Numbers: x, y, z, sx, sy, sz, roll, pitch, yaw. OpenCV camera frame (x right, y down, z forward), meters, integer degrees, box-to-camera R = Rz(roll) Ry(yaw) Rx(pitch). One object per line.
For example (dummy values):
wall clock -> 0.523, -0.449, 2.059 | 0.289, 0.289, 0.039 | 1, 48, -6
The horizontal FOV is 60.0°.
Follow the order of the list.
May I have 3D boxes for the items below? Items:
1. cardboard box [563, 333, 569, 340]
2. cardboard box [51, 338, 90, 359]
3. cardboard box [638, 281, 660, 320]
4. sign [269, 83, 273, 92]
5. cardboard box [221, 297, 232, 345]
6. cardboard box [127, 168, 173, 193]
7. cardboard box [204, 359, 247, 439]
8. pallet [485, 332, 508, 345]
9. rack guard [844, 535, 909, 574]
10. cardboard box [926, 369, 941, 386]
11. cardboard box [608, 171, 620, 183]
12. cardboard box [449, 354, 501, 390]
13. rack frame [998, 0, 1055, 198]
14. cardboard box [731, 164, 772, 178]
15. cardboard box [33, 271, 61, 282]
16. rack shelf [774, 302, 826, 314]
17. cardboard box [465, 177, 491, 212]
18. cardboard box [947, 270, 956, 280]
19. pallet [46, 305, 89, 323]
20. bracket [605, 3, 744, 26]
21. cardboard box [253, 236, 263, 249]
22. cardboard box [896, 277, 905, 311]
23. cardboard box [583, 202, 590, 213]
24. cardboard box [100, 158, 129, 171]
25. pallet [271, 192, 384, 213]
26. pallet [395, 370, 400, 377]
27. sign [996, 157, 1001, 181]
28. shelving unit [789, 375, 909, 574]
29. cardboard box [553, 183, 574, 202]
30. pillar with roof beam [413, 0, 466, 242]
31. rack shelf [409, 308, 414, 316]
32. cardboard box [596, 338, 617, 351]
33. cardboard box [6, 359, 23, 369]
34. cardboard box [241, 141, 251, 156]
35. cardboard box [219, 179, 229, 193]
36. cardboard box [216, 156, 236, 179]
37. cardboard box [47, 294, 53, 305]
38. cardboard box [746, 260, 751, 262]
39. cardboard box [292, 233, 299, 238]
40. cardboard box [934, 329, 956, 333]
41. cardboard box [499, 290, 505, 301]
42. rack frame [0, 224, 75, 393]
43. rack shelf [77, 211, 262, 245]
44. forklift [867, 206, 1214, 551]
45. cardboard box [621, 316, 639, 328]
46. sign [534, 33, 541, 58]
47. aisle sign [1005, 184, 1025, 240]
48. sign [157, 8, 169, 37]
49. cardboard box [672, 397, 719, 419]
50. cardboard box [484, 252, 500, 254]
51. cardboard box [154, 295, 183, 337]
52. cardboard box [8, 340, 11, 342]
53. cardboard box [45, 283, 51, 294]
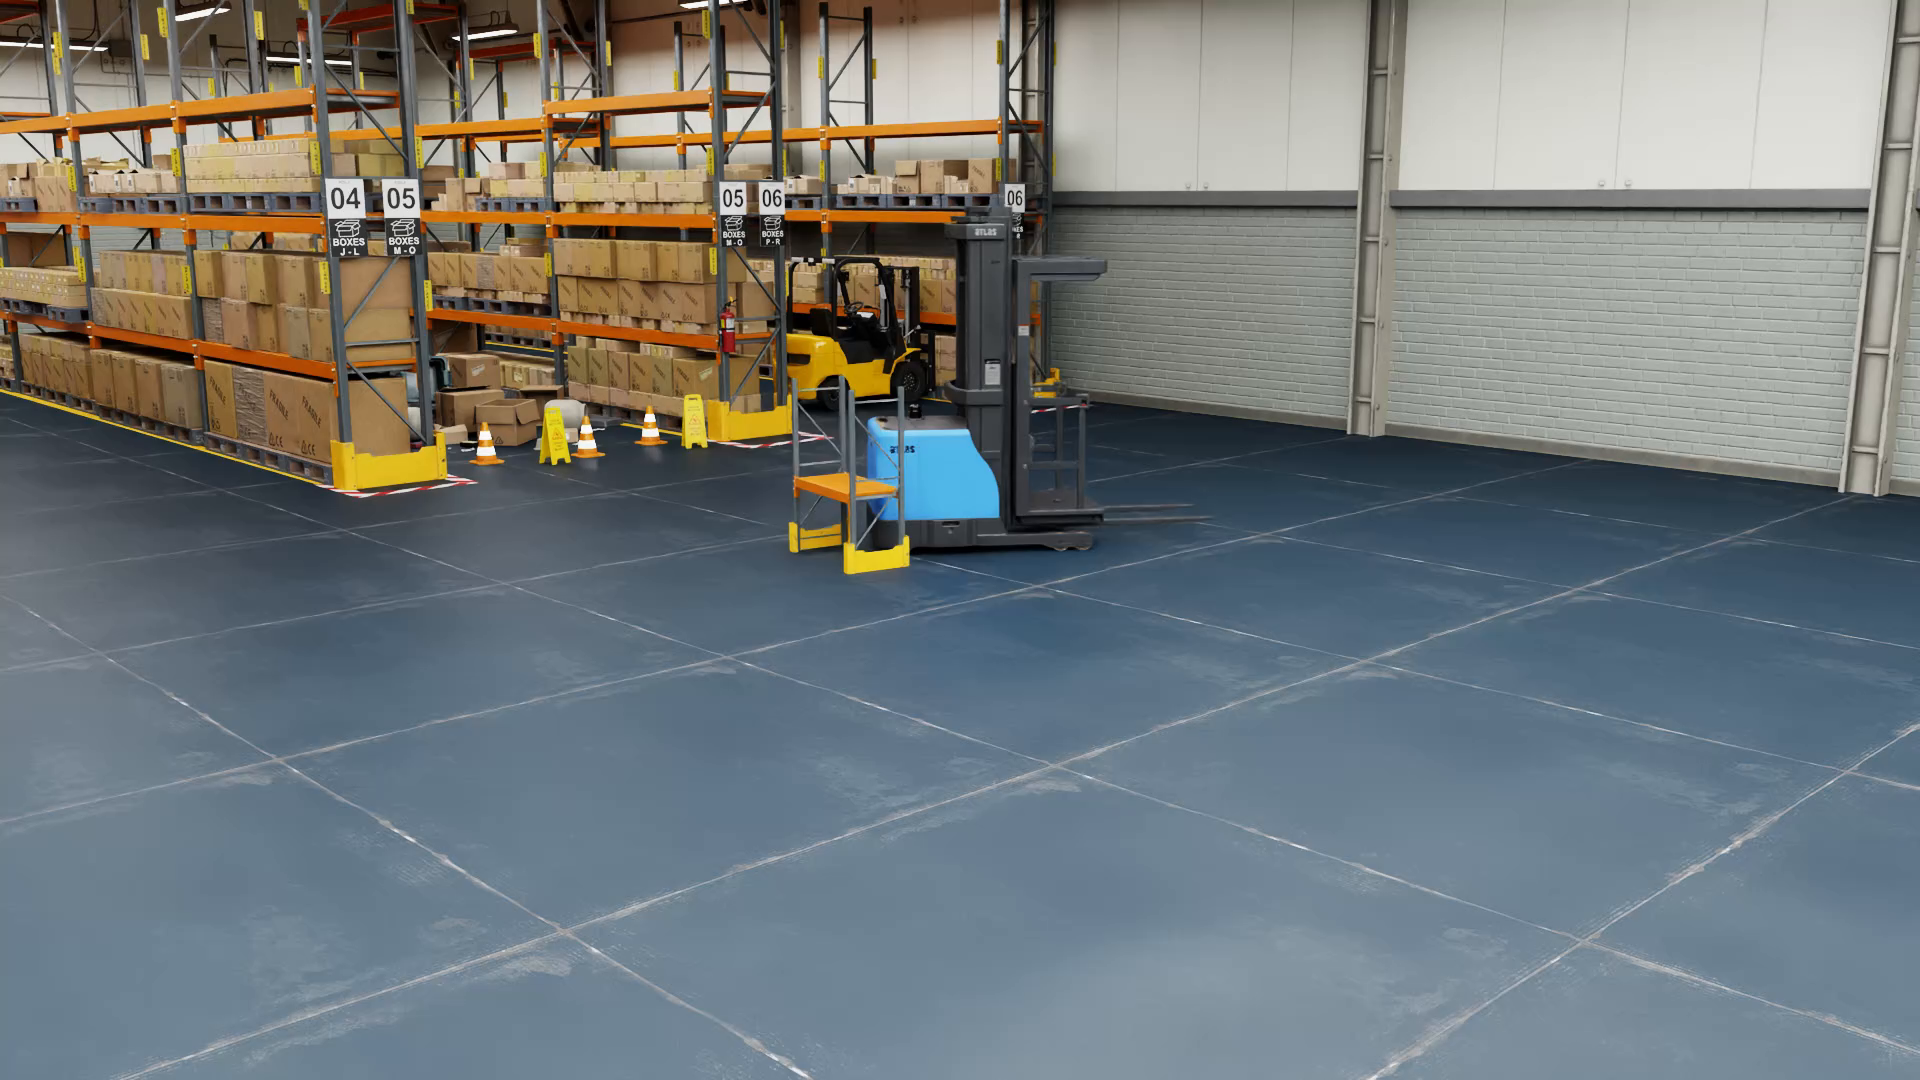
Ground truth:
cardboard box -> -7.929, -4.091, 33.360 | 0.250, 0.149, 0.380 | 11, 16, 43
cardboard box -> -13.026, -2.821, 24.468 | 0.500, 0.250, 0.500 | -10, 16, -41
cardboard box -> -3.892, -3.181, 21.931 | 0.500, 0.500, 0.500 | -11, 16, -43
sign -> -13.280, -8.641, 32.041 | 0.100, 0.325, 0.005 | -11, 16, -43
cardboard box -> -8.246, -2.621, 19.829 | 0.875, 0.550, 0.550 | -11, 16, -43
cardboard box -> -10.275, -4.582, 21.219 | 0.500, 0.311, 0.500 | 11, 16, 43
cardboard box -> -8.522, -1.741, 20.151 | 0.875, 0.875, 0.875 | -11, 16, -42
pallet -> -9.491, -4.332, 35.415 | 1.003, 0.211, 1.213 | -11, 16, -43
rack guard -> -0.687, 0.118, 13.717 | 0.587, 0.250, 0.087 | -7, 14, -31
cardboard box -> -0.274, -2.522, 25.491 | 0.500, 0.250, 0.500 | -11, 16, -42
cardboard box -> -4.474, -4.844, 22.204 | 0.380, 0.149, 0.250 | -11, 16, -43
cardboard box -> -6.662, -2.276, 22.842 | 0.500, 0.500, 0.500 | -11, 16, -43
rack frame -> 0.955, -6.428, 23.813 | 1.000, 3.000, 0.127 | -11, 16, -43
cardboard box -> -3.543, -6.142, 28.321 | 0.500, 0.500, 0.500 | -10, 16, -41
cardboard box -> -13.229, -3.832, 24.183 | 0.380, 0.149, 0.250 | -10, 15, -40
rack shelf -> -3.189, -4.013, 28.741 | 1.077, 0.370, 4.000 | -11, 16, -43
cardboard box -> -7.083, -5.266, 25.351 | 0.797, 0.503, 0.637 | -11, 16, -43
cardboard box -> 0.017, -3.986, 24.968 | 0.380, 0.149, 0.250 | -11, 16, -43
pallet -> -12.237, -3.256, 23.757 | 1.213, 0.211, 1.003 | -11, 16, -43
bracket -> -5.340, -9.681, 30.681 | 0.076, 0.066, 4.783 | -11, 16, -43
cardboard box -> -12.833, -5.413, 31.028 | 0.500, 0.500, 0.500 | -11, 16, -43
cardboard box -> -0.636, -3.798, 25.664 | 0.500, 0.500, 0.500 | -11, 16, -42
cardboard box -> -4.966, -4.581, 22.903 | 0.380, 0.149, 0.250 | -11, 16, -43
cardboard box -> -12.104, -5.327, 23.754 | 0.396, 0.266, 0.258 | -11, 16, -43
pallet -> -6.663, -3.626, 17.863 | 1.003, 0.211, 1.213 | -11, 16, -43
pallet -> -8.647, -2.725, 27.616 | 1.003, 0.211, 1.213 | -11, 16, -43
sign -> 0.553, -5.281, 23.677 | 0.100, 0.325, 0.005 | -11, 16, -43
shelving unit -> -0.952, -0.579, 14.004 | 0.587, 1.500, 1.083 | -7, 14, -31
cardboard box -> -5.289, -4.821, 23.077 | 0.500, 0.250, 0.500 | -11, 16, -44
pillar with roof beam -> -14.418, -8.683, 34.754 | 9.100, 9.000, 0.548 | -11, 16, -43
rack shelf -> -9.538, -3.905, 28.214 | 1.077, 0.370, 4.000 | -11, 16, -43
cardboard box -> -4.784, -2.700, 22.893 | 0.380, 0.149, 0.250 | -10, 15, -40
cardboard box -> -14.877, -2.801, 26.362 | 0.380, 0.149, 0.250 | -10, 16, -41
cardboard box -> -7.674, -4.309, 18.318 | 0.380, 0.149, 0.250 | -11, 16, -42
cardboard box -> -8.196, -4.029, 18.935 | 0.380, 0.149, 0.250 | -11, 16, -43
cardboard box -> -8.072, -4.216, 18.853 | 0.500, 0.250, 0.500 | -11, 16, -43
cardboard box -> -12.858, -3.462, 23.865 | 0.380, 0.149, 0.250 | -11, 16, -43
cardboard box -> -3.664, -4.750, 28.677 | 0.380, 0.149, 0.250 | -10, 16, -41
cardboard box -> -11.819, -5.532, 29.996 | 0.380, 0.149, 0.250 | -11, 16, -43
cardboard box -> -0.274, -3.158, 26.101 | 0.500, 0.250, 0.500 | -11, 16, -44
cardboard box -> -6.644, -3.652, 24.785 | 0.380, 0.149, 0.250 | -11, 16, -43
rack frame -> -14.430, -3.845, 26.139 | 1.000, 3.000, 0.127 | -11, 16, -43
rack shelf -> -10.286, -4.086, 21.658 | 1.077, 0.370, 4.000 | -11, 16, -43
forklift -> 0.716, -1.440, 14.639 | 3.031, 2.935, 1.130 | -2, 12, -8
cardboard box -> -4.338, -2.947, 22.405 | 0.380, 0.149, 0.250 | -11, 16, -43
sign -> -5.792, -6.777, 22.796 | 0.100, 0.325, 0.005 | -11, 16, -43
aisle sign -> 0.788, -4.713, 23.910 | 0.394, 0.787, 0.004 | -11, 16, -43
sign -> -9.289, -6.034, 19.389 | 0.100, 0.325, 0.005 | -11, 16, -43
cardboard box -> -3.402, -1.741, 21.701 | 0.500, 0.250, 0.500 | -11, 16, -43
cardboard box -> -7.277, -4.264, 26.150 | 0.500, 0.500, 0.500 | -11, 16, -43
cardboard box -> -9.808, -2.839, 21.008 | 0.500, 0.500, 0.500 | -11, 16, -43
cardboard box -> -15.780, -3.290, 27.999 | 0.250, 0.149, 0.380 | 11, 16, 43
cardboard box -> -12.880, -3.611, 23.850 | 0.380, 0.149, 0.250 | -11, 16, -42
